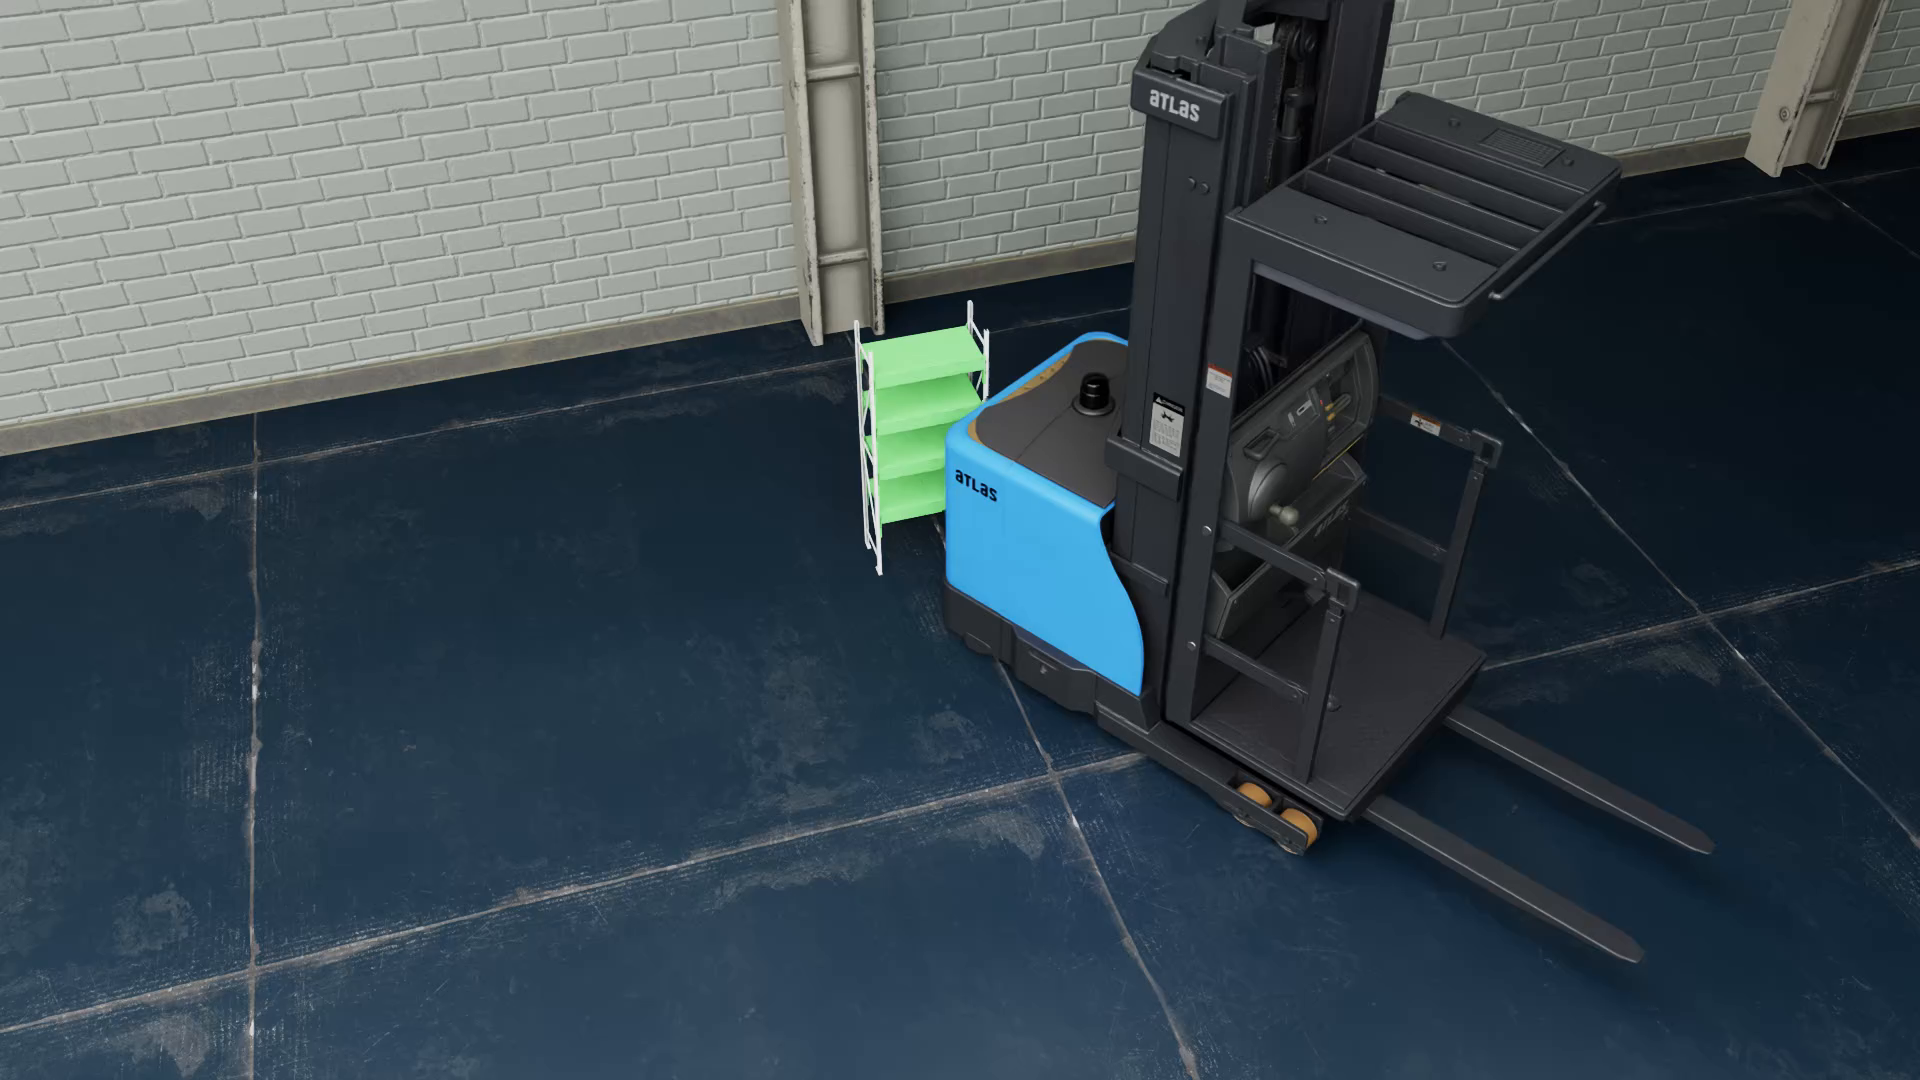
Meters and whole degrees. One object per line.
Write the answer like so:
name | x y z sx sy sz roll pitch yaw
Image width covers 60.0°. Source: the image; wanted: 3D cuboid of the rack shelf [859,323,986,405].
rack shelf | -0.158 -0.732 6.894 0.480 0.148 0.258 -12 42 -13

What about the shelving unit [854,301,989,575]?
shelving unit | -0.158 -0.419 7.167 0.503 1.200 0.258 -12 42 -13

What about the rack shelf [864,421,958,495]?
rack shelf | -0.158 -0.371 7.209 0.480 0.148 0.258 -12 42 -13

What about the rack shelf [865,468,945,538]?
rack shelf | -0.158 -0.190 7.367 0.480 0.148 0.258 -12 42 -13

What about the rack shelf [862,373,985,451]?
rack shelf | -0.158 -0.552 7.051 0.480 0.148 0.258 -12 42 -13

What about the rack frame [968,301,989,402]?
rack frame | 0.075 -0.467 7.223 0.015 1.200 0.240 -12 42 -13

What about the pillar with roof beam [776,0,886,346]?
pillar with roof beam | 0.662 -1.845 2.872 0.400 9.000 9.100 -12 42 -13

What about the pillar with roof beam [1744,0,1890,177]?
pillar with roof beam | 6.385 -3.031 4.229 0.400 9.000 9.100 -12 42 -13

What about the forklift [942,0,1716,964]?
forklift | 1.369 -0.323 5.741 3.031 2.935 1.130 30 49 30

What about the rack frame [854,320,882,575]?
rack frame | -0.391 -0.371 7.112 0.015 1.200 0.240 -12 42 -13
